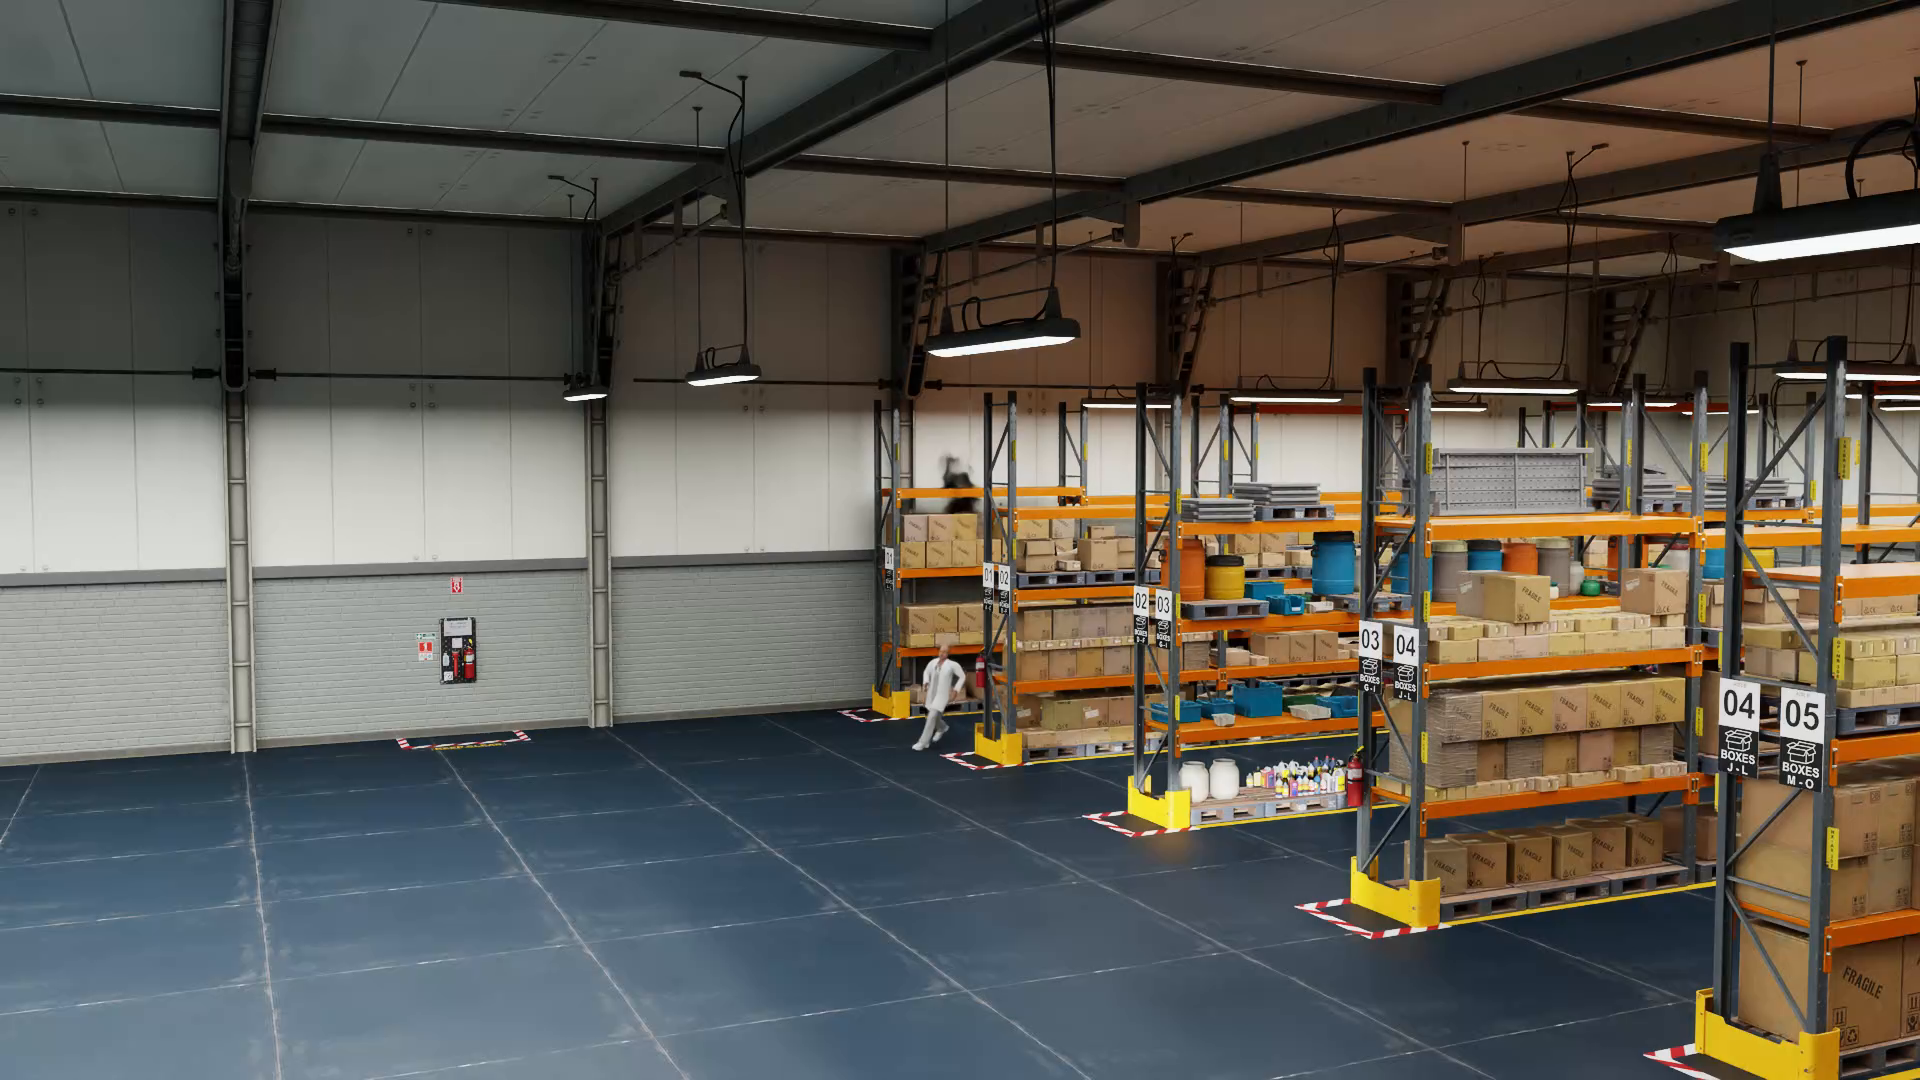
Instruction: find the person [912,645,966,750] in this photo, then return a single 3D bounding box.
[{"bbox_3d":[-0.342,2.641,28.081,0.770,1.739,1.049,2,4,37],"label":"person"}]
